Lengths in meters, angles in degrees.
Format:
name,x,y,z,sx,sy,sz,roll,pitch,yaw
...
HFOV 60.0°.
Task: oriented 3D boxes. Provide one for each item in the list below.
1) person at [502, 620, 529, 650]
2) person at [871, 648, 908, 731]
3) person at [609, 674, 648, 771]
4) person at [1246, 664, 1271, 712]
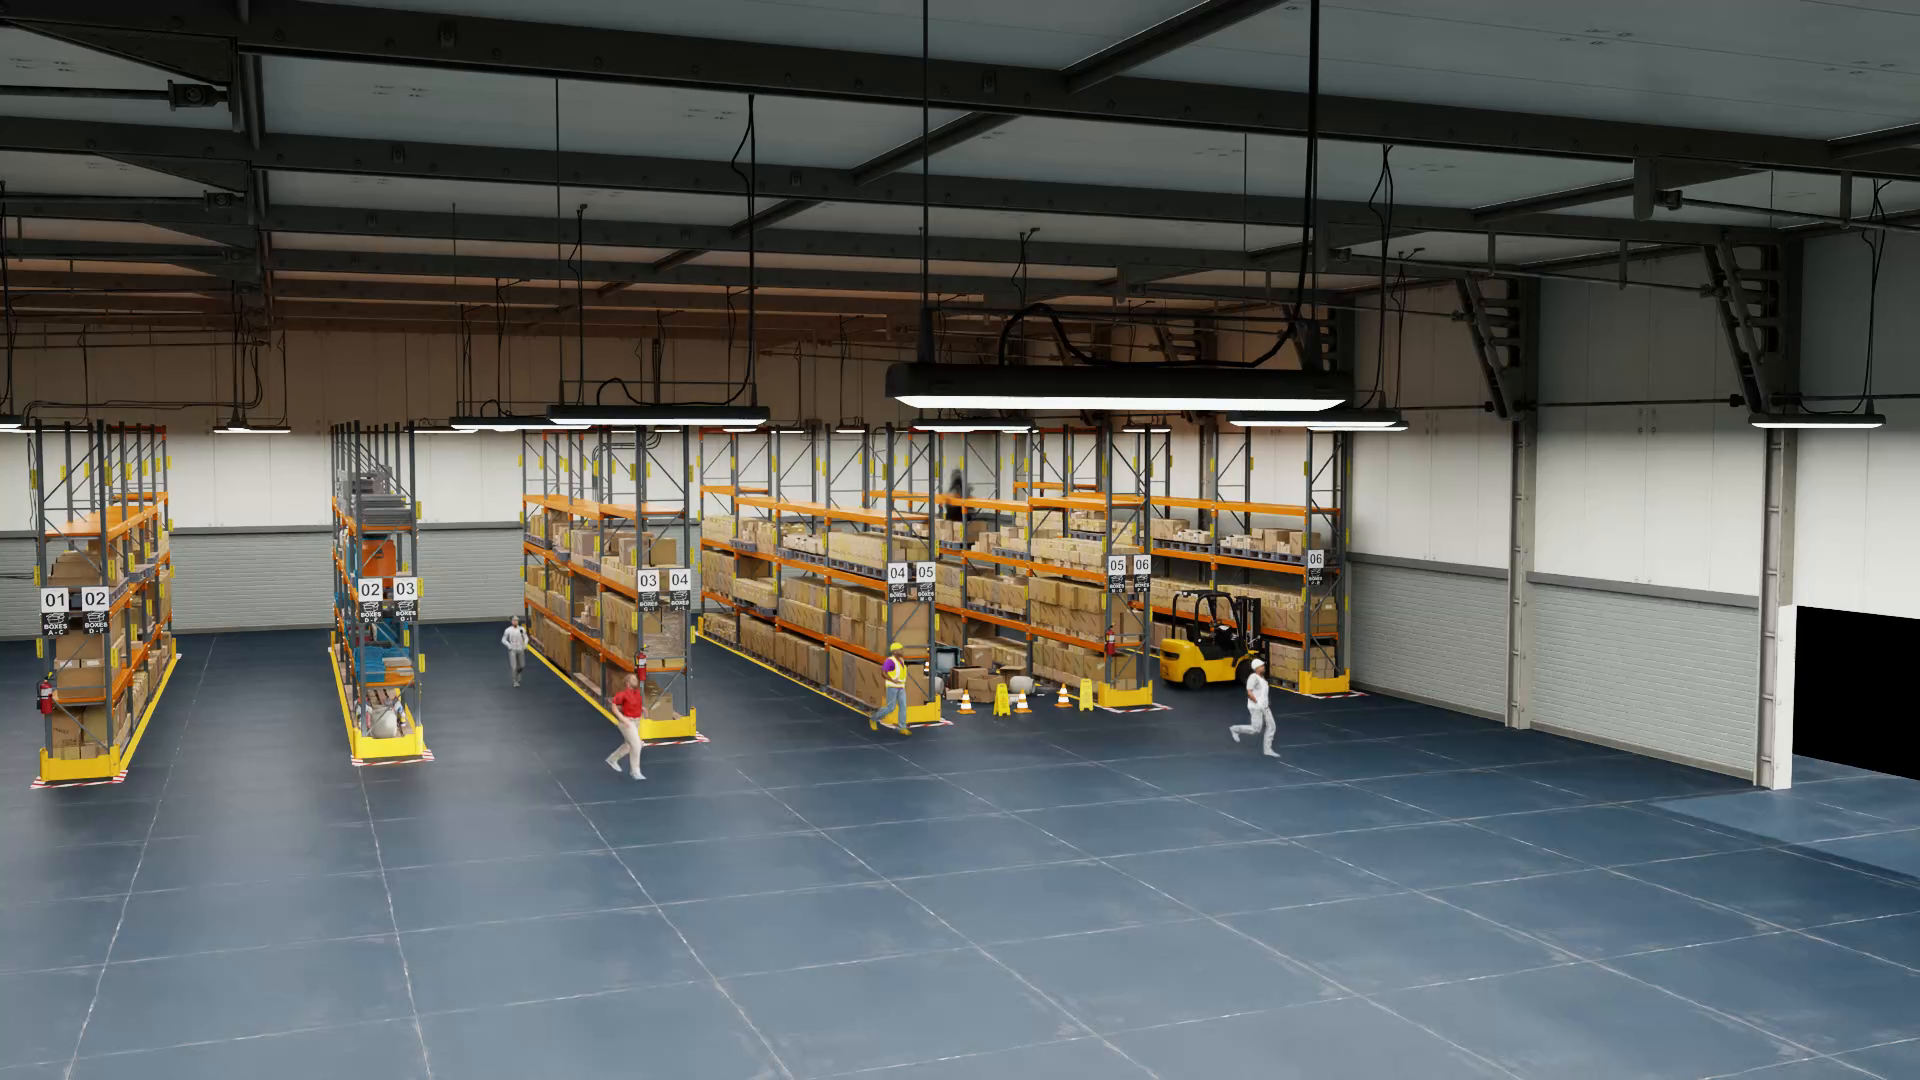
name,x,y,z,sx,sy,sz,roll,pitch,yaw
person,-10.157,2.138,38.010,0.612,0.785,0.329,-2,4,-24
person,-1.268,2.833,32.029,0.764,1.629,0.764,2,4,32
person,-10.279,2.251,28.038,9.768,3.206,3.018,1,4,16
person,5.342,2.610,29.836,0.416,0.886,0.676,2,4,31
